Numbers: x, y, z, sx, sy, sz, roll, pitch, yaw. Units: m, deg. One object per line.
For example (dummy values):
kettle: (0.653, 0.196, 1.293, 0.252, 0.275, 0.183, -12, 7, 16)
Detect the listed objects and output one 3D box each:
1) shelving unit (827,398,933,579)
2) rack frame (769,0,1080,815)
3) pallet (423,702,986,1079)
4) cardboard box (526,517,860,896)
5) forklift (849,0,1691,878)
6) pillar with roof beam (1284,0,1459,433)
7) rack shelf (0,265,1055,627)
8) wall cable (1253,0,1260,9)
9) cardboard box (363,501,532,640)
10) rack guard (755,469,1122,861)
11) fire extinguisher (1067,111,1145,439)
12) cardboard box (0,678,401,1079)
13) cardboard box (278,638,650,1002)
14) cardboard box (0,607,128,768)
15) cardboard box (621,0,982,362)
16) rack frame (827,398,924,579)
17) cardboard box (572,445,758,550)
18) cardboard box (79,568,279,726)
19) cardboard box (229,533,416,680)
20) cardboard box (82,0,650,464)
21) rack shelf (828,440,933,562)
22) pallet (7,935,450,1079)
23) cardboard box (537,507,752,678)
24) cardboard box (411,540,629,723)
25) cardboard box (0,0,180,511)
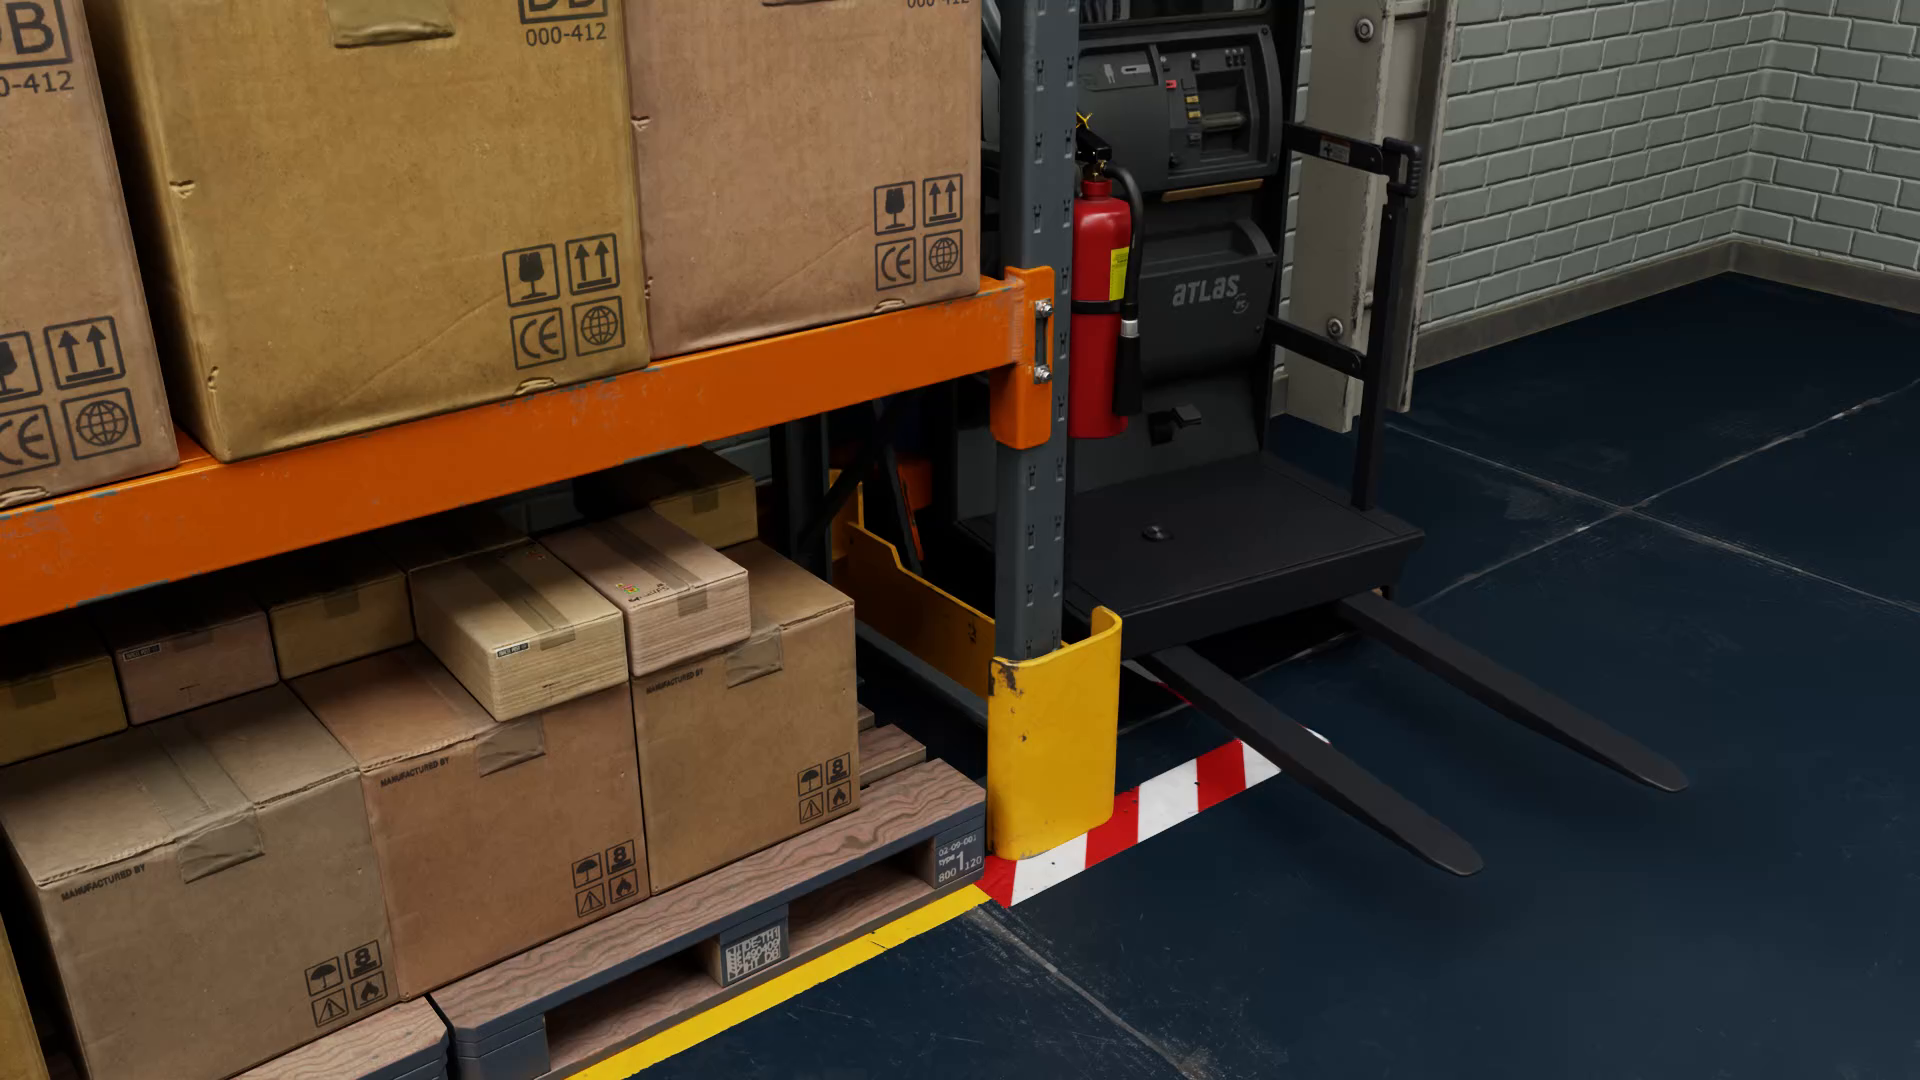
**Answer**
shelving unit: (0.046, -0.496, 4.944, 1.048, 1.125, 0.538, -23, 20, -32)
rack frame: (-0.130, -0.866, 3.553, 0.127, 3.000, 1.000, -18, 31, -34)
pallet: (-0.711, 0.632, 3.637, 1.213, 0.211, 1.003, -18, 31, -34)
cardboard box: (-0.619, 0.292, 3.528, 0.500, 0.500, 0.700, -18, 31, -34)
forklift: (0.547, -1.087, 4.110, 1.130, 2.935, 3.031, -13, 28, -26)
pillar with roof beam: (4.117, -3.149, 1.346, 0.400, 9.000, 9.100, -18, 31, -34)
rack shelf: (-1.704, -0.020, 2.585, 4.000, 0.370, 1.077, -18, 31, -34)
wall cable: (0.294, -1.973, 4.731, 1.851, 1.984, 0.084, -18, 31, -34)
cardboard box: (-1.043, 0.031, 3.320, 0.250, 0.149, 0.380, -18, 30, -34)
rack guard: (-0.111, 0.261, 4.093, 0.348, 0.500, 1.175, -18, 31, -34)
fire extinguisher: (0.273, -0.548, 3.403, 0.183, 0.674, 0.296, -18, 31, -34)
cardboard box: (-1.408, 0.553, 2.966, 0.500, 0.500, 0.700, -19, 31, -36)
cardboard box: (-1.013, 0.422, 3.248, 0.500, 0.500, 0.700, -18, 31, -34)
cardboard box: (-1.641, 0.229, 2.893, 0.250, 0.149, 0.380, -18, 30, -34)
cardboard box: (-0.525, -0.866, 3.197, 0.700, 0.700, 0.980, -17, 30, -32)
rack frame: (-0.351, -0.323, 4.676, 0.032, 1.125, 0.500, -23, 20, -32)
cardboard box: (-0.644, -0.101, 3.604, 0.250, 0.149, 0.380, -18, 30, -34)
cardboard box: (-1.440, 0.162, 3.037, 0.250, 0.149, 0.380, -18, 30, -33)
cardboard box: (-1.240, 0.096, 3.180, 0.250, 0.149, 0.380, -18, 30, -34)
cardboard box: (-1.091, -0.674, 2.782, 0.700, 0.700, 0.980, -19, 31, -34)
rack shelf: (0.098, -0.267, 5.014, 1.000, 0.278, 0.538, -23, 20, -32)
pallet: (-1.671, 0.948, 2.958, 1.213, 0.211, 1.003, -18, 31, -34)
cardboard box: (-0.608, 0.092, 3.189, 0.250, 0.149, 0.380, -19, 31, -35)
cardboard box: (-0.809, 0.158, 3.046, 0.250, 0.149, 0.380, -17, 30, -33)
cardboard box: (-1.697, -0.479, 2.362, 0.700, 0.700, 0.980, -20, 32, -36)
